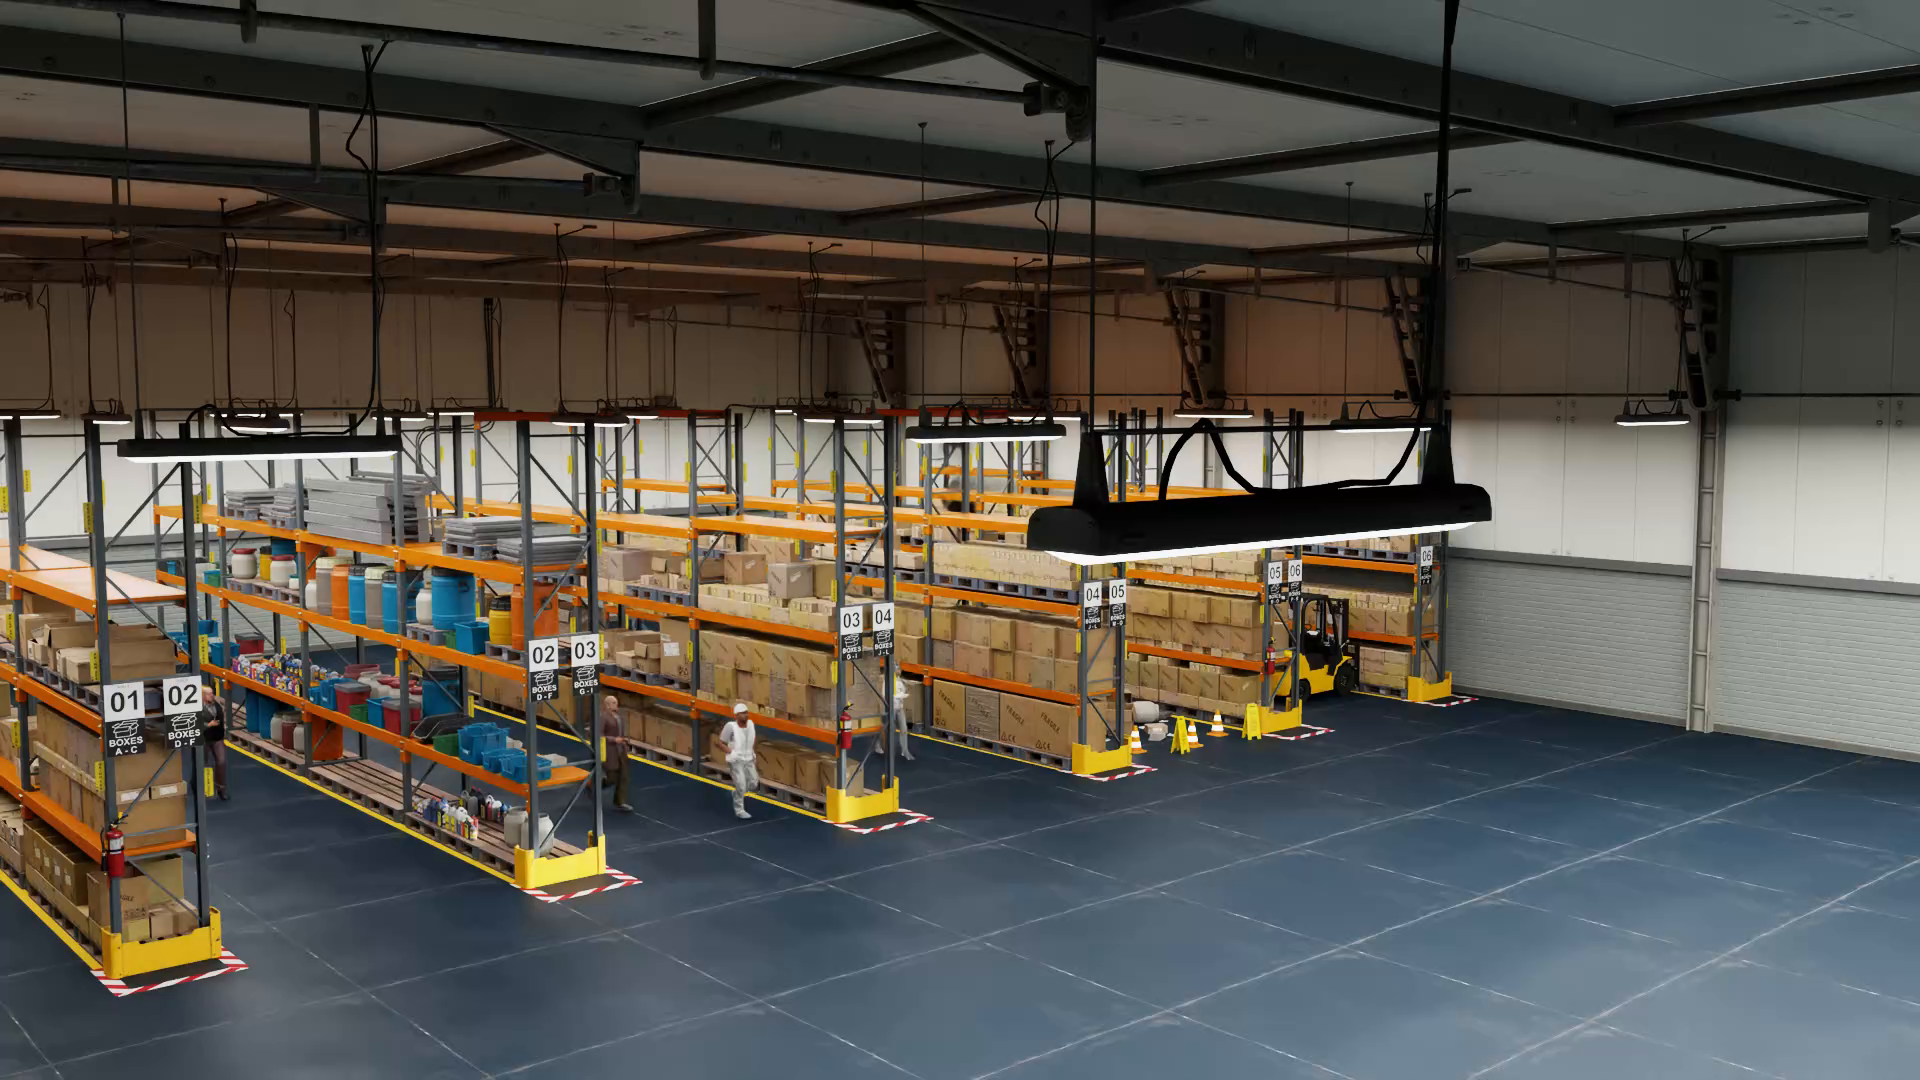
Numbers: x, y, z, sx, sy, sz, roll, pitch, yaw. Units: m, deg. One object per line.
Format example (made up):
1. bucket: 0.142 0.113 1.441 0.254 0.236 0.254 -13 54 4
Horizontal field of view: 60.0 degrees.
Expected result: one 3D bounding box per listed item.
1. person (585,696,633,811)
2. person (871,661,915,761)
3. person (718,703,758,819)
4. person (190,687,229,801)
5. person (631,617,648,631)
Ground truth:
1. person: -5.334 3.232 25.310 0.835 1.745 0.704 2 5 23
2. person: -1.186 2.954 28.863 0.848 1.732 0.588 3 6 28
3. person: -3.290 3.287 24.822 0.691 1.735 0.615 -5 7 -44
4. person: -11.773 3.166 26.036 0.907 1.753 0.635 4 6 39
5. person: -8.075 1.796 41.631 0.670 1.809 0.869 4 7 40
